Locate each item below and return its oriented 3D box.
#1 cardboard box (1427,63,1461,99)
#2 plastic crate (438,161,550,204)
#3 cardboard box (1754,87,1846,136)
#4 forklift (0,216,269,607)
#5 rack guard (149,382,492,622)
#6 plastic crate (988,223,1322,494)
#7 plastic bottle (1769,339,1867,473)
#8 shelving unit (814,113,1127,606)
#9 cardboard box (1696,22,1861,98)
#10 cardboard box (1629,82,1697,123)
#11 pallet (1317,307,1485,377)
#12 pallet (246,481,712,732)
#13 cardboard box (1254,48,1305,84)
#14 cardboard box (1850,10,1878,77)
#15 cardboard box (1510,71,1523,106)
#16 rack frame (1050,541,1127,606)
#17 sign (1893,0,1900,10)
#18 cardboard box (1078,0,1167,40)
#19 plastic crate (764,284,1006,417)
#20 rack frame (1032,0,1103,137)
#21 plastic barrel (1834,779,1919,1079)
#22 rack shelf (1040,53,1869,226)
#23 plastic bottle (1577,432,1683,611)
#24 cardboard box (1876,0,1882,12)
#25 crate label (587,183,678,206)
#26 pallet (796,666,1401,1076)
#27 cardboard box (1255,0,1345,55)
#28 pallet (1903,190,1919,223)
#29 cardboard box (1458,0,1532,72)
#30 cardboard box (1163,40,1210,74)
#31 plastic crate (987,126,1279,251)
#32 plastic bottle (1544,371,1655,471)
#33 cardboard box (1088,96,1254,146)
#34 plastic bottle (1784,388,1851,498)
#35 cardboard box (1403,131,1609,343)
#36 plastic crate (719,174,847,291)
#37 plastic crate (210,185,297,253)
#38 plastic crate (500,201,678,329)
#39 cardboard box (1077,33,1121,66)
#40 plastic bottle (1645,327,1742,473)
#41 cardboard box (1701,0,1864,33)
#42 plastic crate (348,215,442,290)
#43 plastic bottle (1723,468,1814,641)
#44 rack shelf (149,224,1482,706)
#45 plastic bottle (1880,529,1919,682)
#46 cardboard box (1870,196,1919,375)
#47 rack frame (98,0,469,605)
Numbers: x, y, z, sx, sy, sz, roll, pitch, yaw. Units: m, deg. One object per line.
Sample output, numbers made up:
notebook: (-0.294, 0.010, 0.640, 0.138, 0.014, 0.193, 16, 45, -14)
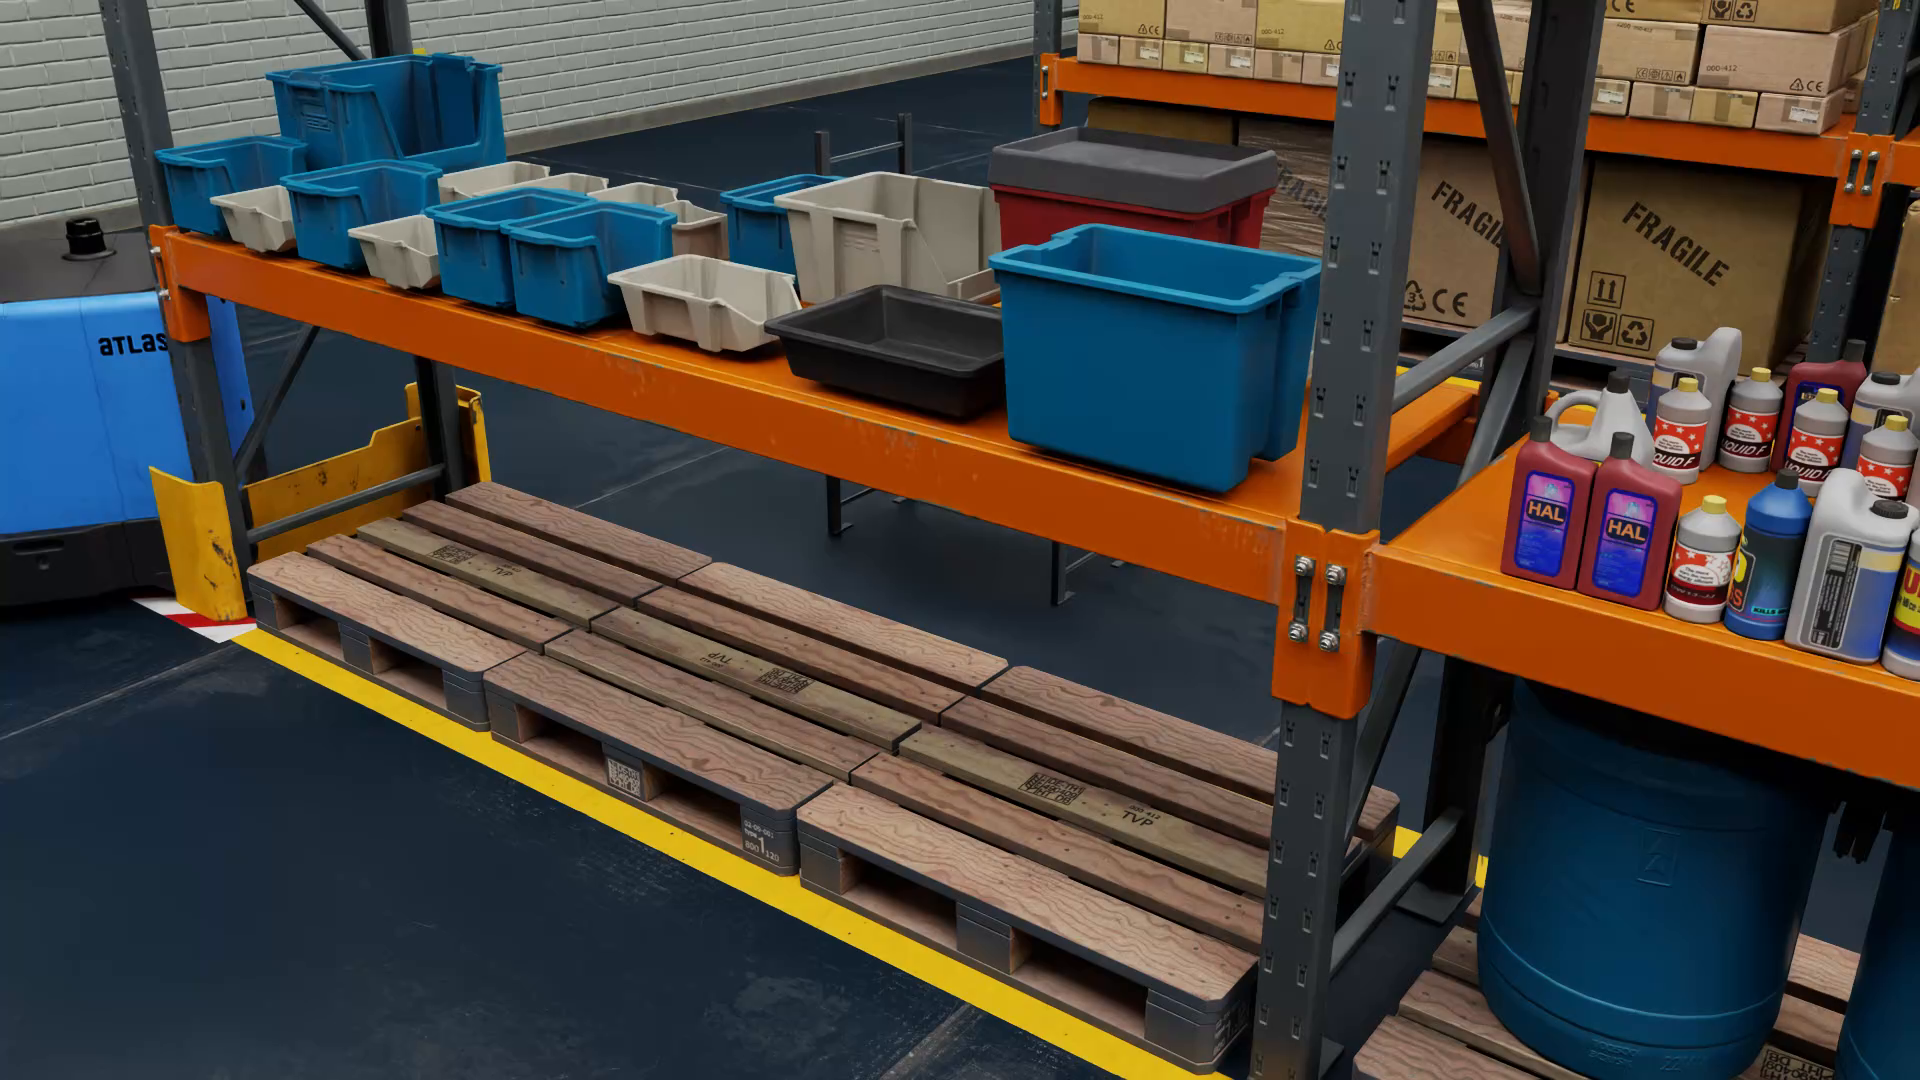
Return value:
cardboard box: (2.266, -2.168, 7.763, 0.250, 0.149, 0.380, 17, 29, 34)
plastic crate: (-1.472, -1.080, 5.234, 0.243, 0.136, 0.396, 17, 29, 33)
cardboard box: (3.497, -1.796, 6.917, 0.250, 0.149, 0.380, 17, 29, 34)
forklift: (-4.068, -1.173, 5.277, 3.031, 2.935, 1.130, -8, 25, -17)
rack guard: (-2.261, -0.170, 6.015, 0.348, 0.500, 1.175, 17, 29, 33)
plastic crate: (0.389, -0.368, 3.310, 0.575, 0.384, 0.392, 17, 29, 33)
plastic bottle: (1.689, -0.259, 3.263, 0.133, 0.283, 0.061, 17, 29, 33)
shelving unit: (0.068, -0.666, 5.901, 1.048, 1.500, 0.538, 17, 29, 33)
cardboard box: (3.427, -2.032, 6.960, 0.500, 0.250, 0.500, 16, 29, 32)
cardboard box: (3.086, -1.920, 7.200, 0.250, 0.149, 0.380, 16, 29, 32)
pallet: (2.396, -1.171, 8.645, 1.213, 0.211, 1.003, 17, 29, 33)
pallet: (-1.597, 0.176, 5.589, 1.213, 0.211, 1.003, 17, 29, 33)
cardboard box: (1.646, -2.355, 8.186, 0.250, 0.149, 0.380, 16, 28, 32)
cardboard box: (3.719, -2.208, 7.359, 0.500, 0.250, 0.500, 16, 29, 32)
cardboard box: (2.673, -2.045, 7.482, 0.250, 0.149, 0.380, 17, 29, 34)
rack frame: (0.475, -0.543, 5.622, 0.032, 1.500, 0.500, 17, 29, 33)
sign: (3.606, -2.196, 6.342, 0.005, 0.325, 0.100, 17, 29, 33)
cardboard box: (0.959, -2.774, 8.644, 0.500, 0.250, 0.500, 16, 28, 32)
plastic crate: (-0.090, -0.430, 3.773, 0.590, 0.125, 0.437, 17, 29, 33)
rack frame: (0.737, -2.910, 9.135, 0.127, 3.000, 1.000, 17, 29, 33)
plastic barrel: (1.959, 0.732, 2.951, 0.708, 0.901, 0.600, 17, 29, 33)
rack shelf: (2.337, -2.097, 8.182, 4.000, 0.370, 1.077, 17, 29, 33)
plastic bottle: (1.111, -0.033, 2.749, 0.133, 0.283, 0.061, 17, 29, 33)
cardboard box: (6.010, -3.593, 10.996, 0.250, 0.149, 0.380, 16, 28, 32)
crate label: (-1.012, -0.946, 4.929, 0.243, 0.136, 0.396, 17, 29, 33)
pallet: (0.355, 0.766, 4.250, 1.213, 0.211, 1.003, 17, 29, 33)
cardboard box: (1.779, -2.528, 8.085, 0.500, 0.250, 0.500, 16, 28, 32)
pallet: (6.435, -2.394, 11.421, 1.213, 0.211, 1.003, 17, 29, 33)
cardboard box: (2.603, -2.280, 7.522, 0.500, 0.250, 0.500, 18, 29, 34)
cardboard box: (1.234, -2.479, 8.469, 0.250, 0.149, 0.380, 16, 28, 32)
plastic crate: (0.403, -0.698, 3.961, 0.583, 0.464, 0.402, 17, 29, 33)
plastic bottle: (1.087, -0.123, 2.870, 0.185, 0.351, 0.144, 17, 29, 33)
cardboard box: (1.297, -2.001, 9.186, 0.875, 0.875, 0.875, 17, 29, 33)
plastic bottle: (1.656, -0.192, 3.212, 0.097, 0.201, 0.097, 0, 24, 0)
cardboard box: (2.737, -1.566, 8.198, 0.875, 0.875, 0.875, 17, 29, 33)
plastic crate: (-0.436, -0.849, 4.590, 0.300, 0.233, 0.416, 17, 29, 33)
plastic crate: (-2.026, -0.949, 4.936, 0.298, 0.136, 0.250, 17, 29, 33)
plastic crate: (-0.940, -0.706, 4.265, 0.300, 0.233, 0.416, 17, 29, 33)
cardboard box: (0.823, -2.603, 8.749, 0.250, 0.149, 0.380, 17, 29, 34)
plastic bottle: (1.476, -0.297, 3.358, 0.135, 0.276, 0.152, 17, 29, 33)
cardboard box: (3.409, -2.378, 6.815, 0.500, 0.500, 0.500, 18, 29, 35)
plastic crate: (-1.484, -0.785, 4.563, 0.298, 0.136, 0.250, 17, 29, 33)
plastic bottle: (1.293, 0.018, 2.648, 0.097, 0.271, 0.097, 0, 24, 0)
rack shelf: (-0.633, -0.499, 4.555, 4.000, 0.370, 1.077, 17, 29, 33)
plastic bottle: (1.478, 0.074, 2.521, 0.097, 0.271, 0.097, 0, 24, 0)
cardboard box: (4.462, -1.014, 6.946, 0.875, 0.875, 1.225, 17, 29, 33)
rack frame: (-2.234, -1.312, 5.508, 0.127, 3.000, 1.000, 17, 29, 33)
